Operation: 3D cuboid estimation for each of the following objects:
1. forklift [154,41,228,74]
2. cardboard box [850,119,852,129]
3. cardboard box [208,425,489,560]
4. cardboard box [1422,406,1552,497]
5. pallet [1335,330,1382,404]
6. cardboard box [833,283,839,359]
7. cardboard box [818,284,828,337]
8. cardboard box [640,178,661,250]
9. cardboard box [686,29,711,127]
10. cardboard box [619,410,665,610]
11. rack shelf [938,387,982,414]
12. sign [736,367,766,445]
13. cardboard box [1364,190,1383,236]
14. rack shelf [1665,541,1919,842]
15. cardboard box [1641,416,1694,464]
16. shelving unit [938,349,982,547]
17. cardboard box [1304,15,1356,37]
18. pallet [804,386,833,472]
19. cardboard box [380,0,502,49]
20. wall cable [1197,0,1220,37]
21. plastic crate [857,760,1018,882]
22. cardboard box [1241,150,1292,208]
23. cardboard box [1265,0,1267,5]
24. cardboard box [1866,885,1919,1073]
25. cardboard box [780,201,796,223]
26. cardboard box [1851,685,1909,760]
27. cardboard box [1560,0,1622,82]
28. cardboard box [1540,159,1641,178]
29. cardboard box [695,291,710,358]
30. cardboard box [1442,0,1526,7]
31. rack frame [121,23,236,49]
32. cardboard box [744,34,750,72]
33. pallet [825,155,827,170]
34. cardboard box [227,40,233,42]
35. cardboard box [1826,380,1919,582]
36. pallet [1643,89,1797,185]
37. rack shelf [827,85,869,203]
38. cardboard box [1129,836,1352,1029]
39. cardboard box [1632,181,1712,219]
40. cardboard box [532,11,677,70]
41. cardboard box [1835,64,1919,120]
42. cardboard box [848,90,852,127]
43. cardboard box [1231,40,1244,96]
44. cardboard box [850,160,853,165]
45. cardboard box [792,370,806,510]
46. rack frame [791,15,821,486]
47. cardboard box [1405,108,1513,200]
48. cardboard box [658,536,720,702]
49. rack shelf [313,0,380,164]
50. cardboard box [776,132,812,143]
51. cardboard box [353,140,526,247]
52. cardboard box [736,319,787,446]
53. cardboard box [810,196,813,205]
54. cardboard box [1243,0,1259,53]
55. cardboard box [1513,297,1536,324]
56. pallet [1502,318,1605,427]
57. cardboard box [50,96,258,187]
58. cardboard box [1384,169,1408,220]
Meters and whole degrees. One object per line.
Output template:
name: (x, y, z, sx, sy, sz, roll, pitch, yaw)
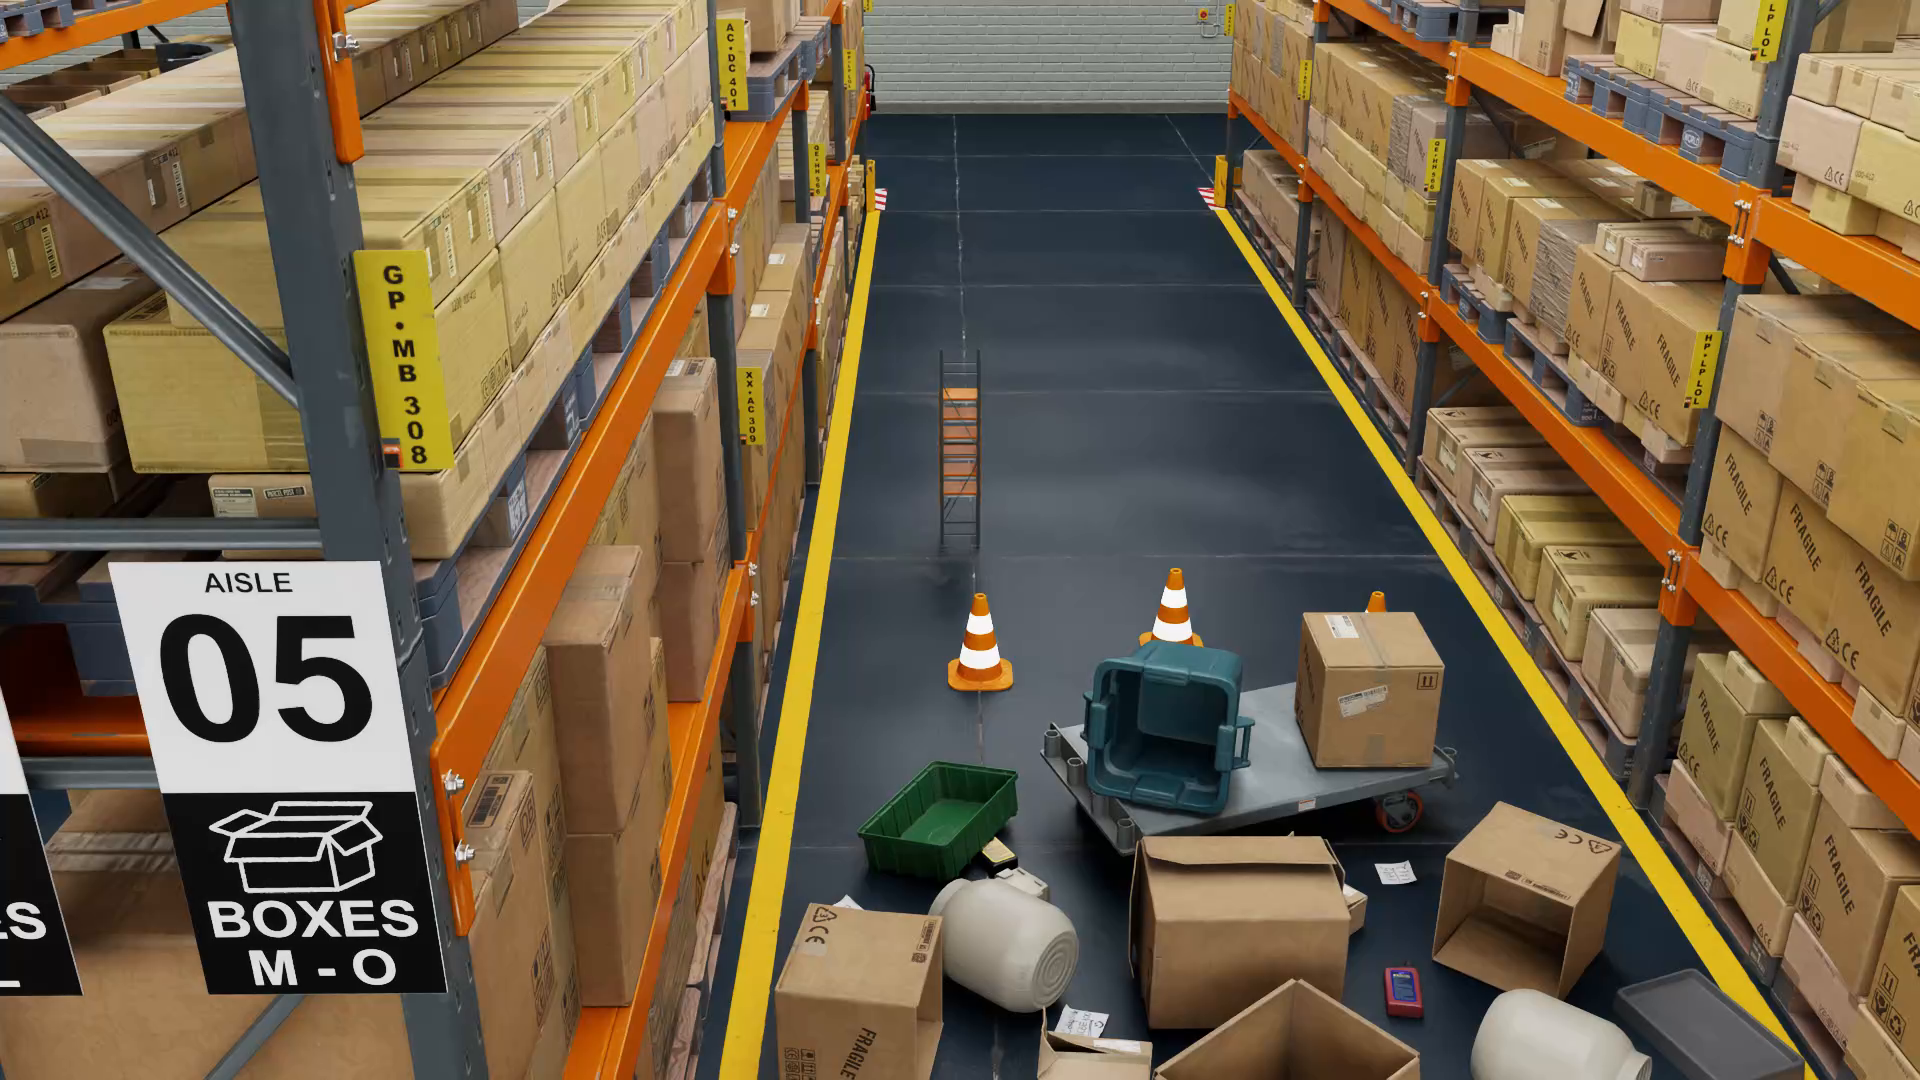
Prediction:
forklift: (-4.582, -1.220, 9.391, 3.031, 2.935, 1.130, -13, 27, -26)
cardboard box: (-1.216, -3.943, 15.633, 0.380, 0.149, 0.250, 1, 24, 2)
cardboard box: (-1.029, -0.084, 2.829, 0.380, 0.149, 0.250, 0, 24, 0)
cardboard box: (3.511, -0.573, 10.557, 0.950, 0.372, 0.625, -2, 24, -4)
pallet: (3.572, -1.368, 13.020, 1.003, 0.211, 1.213, 0, 24, -1)
cardboard box: (-1.211, -1.722, 12.942, 0.500, 0.500, 0.500, -1, 24, -2)
cardboard box: (-1.204, -1.637, 11.843, 0.500, 0.250, 0.500, -1, 24, -1)
cardboard box: (-1.050, -0.916, 4.669, 0.380, 0.149, 0.250, 0, 24, -1)
cardboard box: (-1.128, -1.569, 5.630, 0.500, 0.250, 0.500, -1, 24, -1)
cardboard box: (-1.429, -0.059, 5.248, 0.875, 0.550, 0.550, 0, 24, -1)
rack shelf: (0.000, -0.828, 9.860, 0.258, 0.103, 0.180, 0, 24, -1)
sign: (-0.835, -0.534, 6.644, 0.100, 0.325, 0.005, 0, 24, -1)
cardboard box: (3.239, -2.369, 12.030, 0.500, 0.250, 0.500, 0, 24, -1)
rack shelf: (3.581, 0.988, 5.299, 1.077, 0.370, 4.000, 0, 24, -1)
cardboard box: (3.277, -0.452, 7.404, 0.380, 0.149, 0.250, 0, 24, 0)
shelving unit: (0.000, -0.541, 9.990, 0.258, 1.200, 0.189, 0, 24, -1)
cardboard box: (3.150, -4.383, 14.179, 0.380, 0.149, 0.250, -1, 24, -2)
pallet: (-1.440, -0.800, 11.762, 1.003, 0.211, 1.213, 0, 24, -1)
cardboard box: (-1.722, -1.696, 5.426, 0.380, 0.149, 0.250, 0, 24, -1)
wall cable: (3.343, -7.909, 22.827, 0.585, 1.953, 0.123, 0, 24, -1)
plastic crate: (-0.078, 1.221, 7.254, 0.450, 0.188, 0.662, 3, 22, 31)
cardboard box: (3.535, -3.861, 17.747, 0.875, 0.438, 0.875, -1, 24, -2)
cardboard box: (3.154, -5.223, 16.037, 0.380, 0.149, 0.250, 0, 24, 0)
cardboard box: (3.325, 1.452, 5.317, 0.500, 0.500, 0.500, -1, 24, -2)
cardboard box: (-1.238, -2.161, 10.822, 0.380, 0.149, 0.250, 1, 24, 2)
cardboard box: (3.246, 0.609, 5.569, 0.380, 0.149, 0.250, 0, 24, 0)
cardboard box: (3.560, -2.598, 8.588, 0.797, 0.503, 0.637, 0, 24, -1)
cardboard box: (3.798, -1.999, 10.037, 0.500, 0.500, 0.500, -1, 24, -2)
cardboard box: (-1.401, -0.806, 7.057, 0.700, 0.500, 0.500, -1, 24, -1)
cardboard box: (3.360, -3.572, 10.233, 0.797, 0.503, 0.637, -2, 24, -4)
rack frame: (-6.438, -3.416, 14.163, 1.000, 3.000, 0.127, 0, 24, -1)
cardboard box: (-1.145, -2.168, 7.437, 0.380, 0.149, 0.250, 0, 24, -1)
pallet: (-1.614, -2.994, 13.462, 1.003, 0.211, 1.213, 0, 24, -1)
cardboard box: (-6.185, -4.226, 14.866, 0.500, 0.500, 0.500, 0, 24, -1)
cardboard box: (3.309, -0.201, 5.358, 0.700, 0.500, 0.500, -1, 24, -2)
pallet: (3.659, -1.700, 6.957, 1.213, 0.211, 1.003, 0, 24, -1)
rack shelf: (-1.499, -3.893, 16.091, 1.077, 0.370, 4.000, 0, 24, -1)
cardboard box: (1.033, 1.462, 6.242, 0.797, 0.637, 0.503, 0, 24, -1)
cardboard box: (3.815, -1.807, 8.827, 0.380, 0.149, 0.250, -1, 24, -3)
cardboard box: (-1.060, -1.493, 4.977, 0.380, 0.149, 0.250, 0, 24, 0)
cardboard box: (3.268, -1.541, 5.715, 0.380, 0.149, 0.250, 0, 24, 1)
cardboard box: (-1.243, -3.987, 14.943, 0.500, 0.500, 0.500, 0, 24, -1)
cardboard box: (3.146, -4.955, 17.445, 0.500, 0.500, 0.500, 0, 24, -1)
cardboard box: (-1.316, -3.888, 17.434, 0.380, 0.149, 0.250, 0, 24, 0)
cardboard box: (-1.517, -0.663, 10.297, 1.050, 0.750, 0.750, -1, 24, -1)
rack frame: (-1.433, -1.748, 10.476, 1.000, 3.000, 0.127, 0, 24, -1)
cardboard box: (3.248, -2.525, 10.859, 0.500, 0.500, 0.500, -1, 24, -2)
cardboard box: (-1.345, 0.210, 5.964, 0.875, 0.550, 0.550, 0, 24, -1)
rack shelf: (-1.368, -1.499, 4.004, 1.077, 0.370, 4.000, 0, 24, -1)
cardboard box: (-1.261, -2.829, 11.939, 0.380, 0.149, 0.250, 0, 24, 1)
cardboard box: (-1.036, -0.652, 3.118, 0.380, 0.149, 0.250, -1, 24, -1)
cardboard box: (-1.136, -0.778, 8.208, 0.500, 0.500, 0.500, 0, 24, -1)
cardboard box: (-1.252, -2.453, 11.829, 0.380, 0.149, 0.250, 1, 24, 1)
cardboard box: (3.161, -5.198, 16.768, 0.500, 0.500, 0.500, -1, 24, -2)
cardboard box: (3.322, -1.312, 9.307, 0.380, 0.149, 0.250, 1, 24, 3)
pallet: (3.578, -0.909, 8.853, 1.003, 0.211, 1.213, 0, 24, -1)
cardboard box: (-1.699, -0.860, 3.577, 0.380, 0.149, 0.250, 0, 24, 0)
cardboard box: (3.247, -2.381, 11.451, 0.500, 0.250, 0.500, -1, 24, -2)
